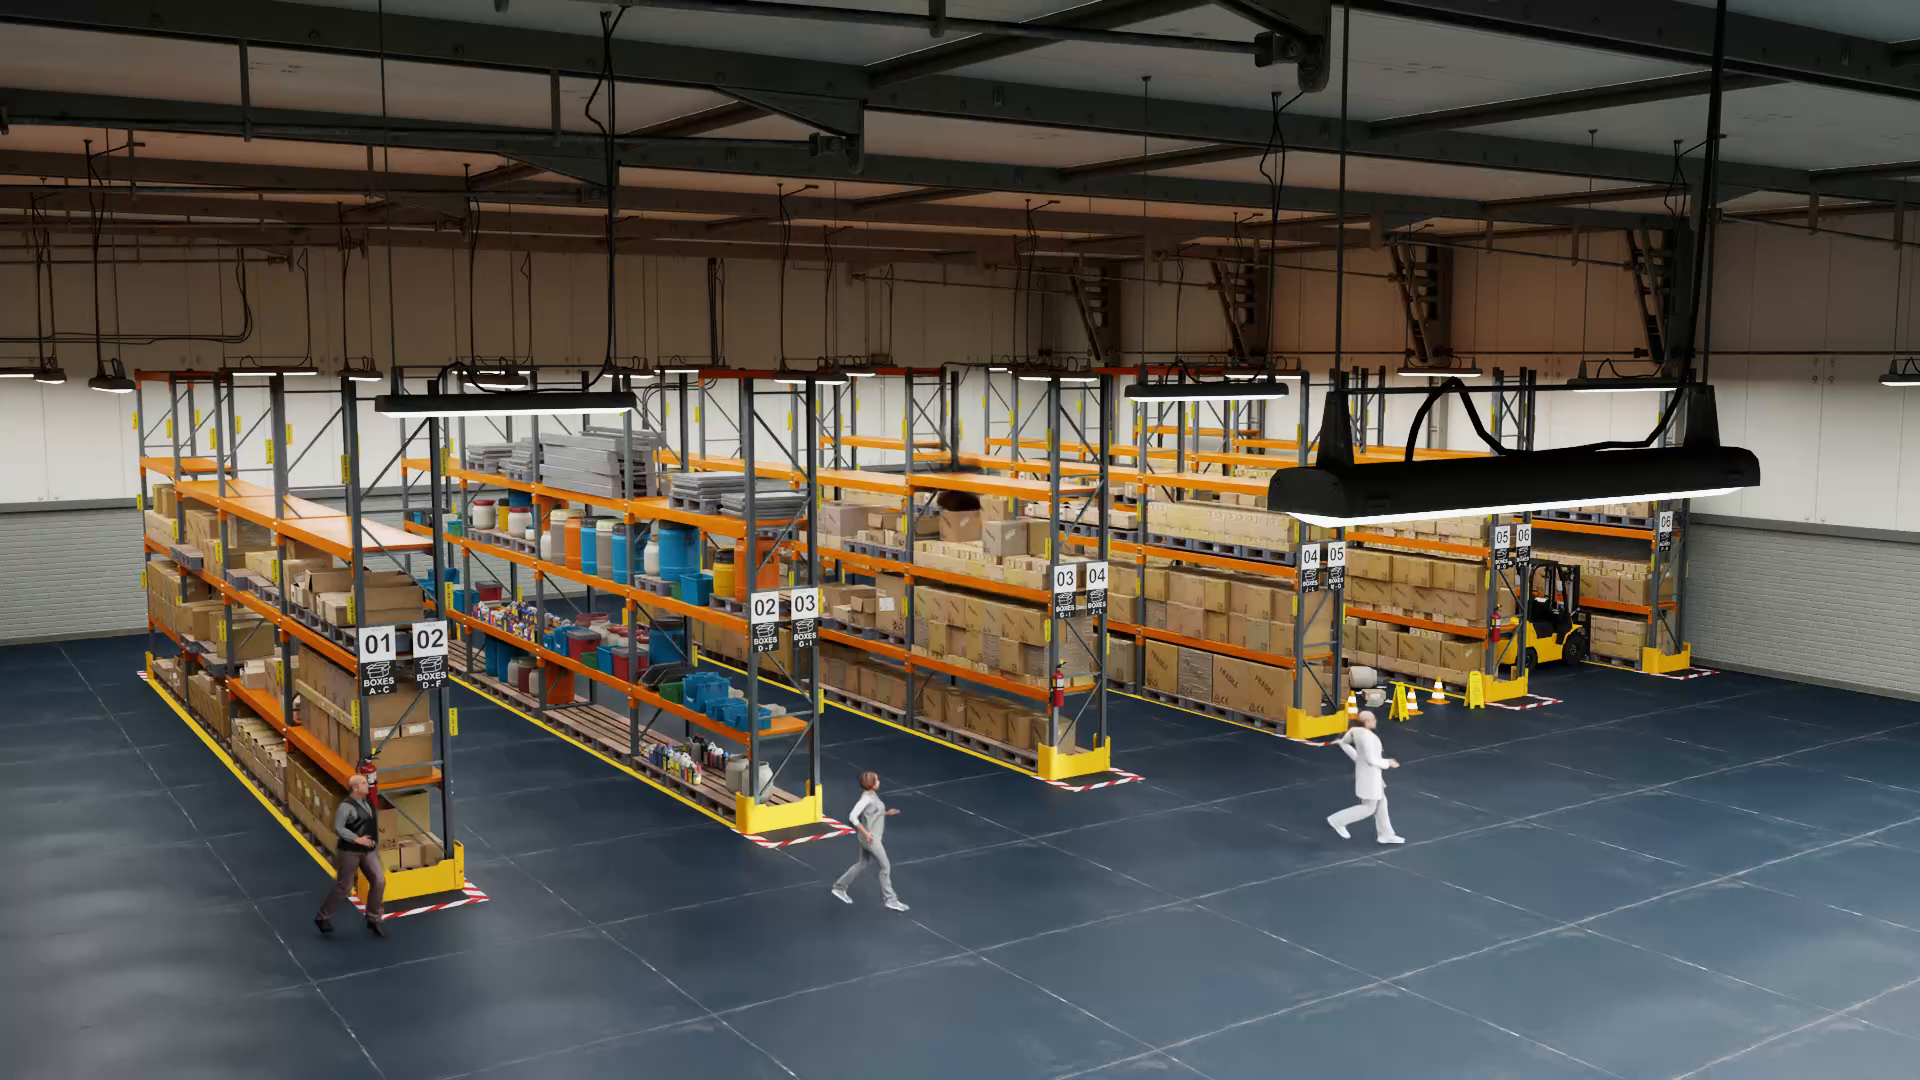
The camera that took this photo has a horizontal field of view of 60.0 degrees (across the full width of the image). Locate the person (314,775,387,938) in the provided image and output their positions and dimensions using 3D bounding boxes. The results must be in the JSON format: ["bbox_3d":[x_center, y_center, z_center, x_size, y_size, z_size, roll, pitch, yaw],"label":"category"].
[{"bbox_3d":[-6.585,3.443,18.206,0.807,1.743,0.731,2,7,17],"label":"person"}]

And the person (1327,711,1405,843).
[{"bbox_3d":[5.224,3.053,21.348,1.052,1.757,0.724,0,6,-2],"label":"person"}]

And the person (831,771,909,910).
[{"bbox_3d":[-1.021,3.396,18.801,0.871,1.597,0.531,-1,6,-5],"label":"person"}]

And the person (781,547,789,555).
[{"bbox_3d":[-4.359,0.956,40.673,0.726,1.688,0.688,3,7,22],"label":"person"}]

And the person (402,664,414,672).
[{"bbox_3d":[-9.671,2.207,28.709,0.714,1.737,1.033,-6,9,-43],"label":"person"}]
